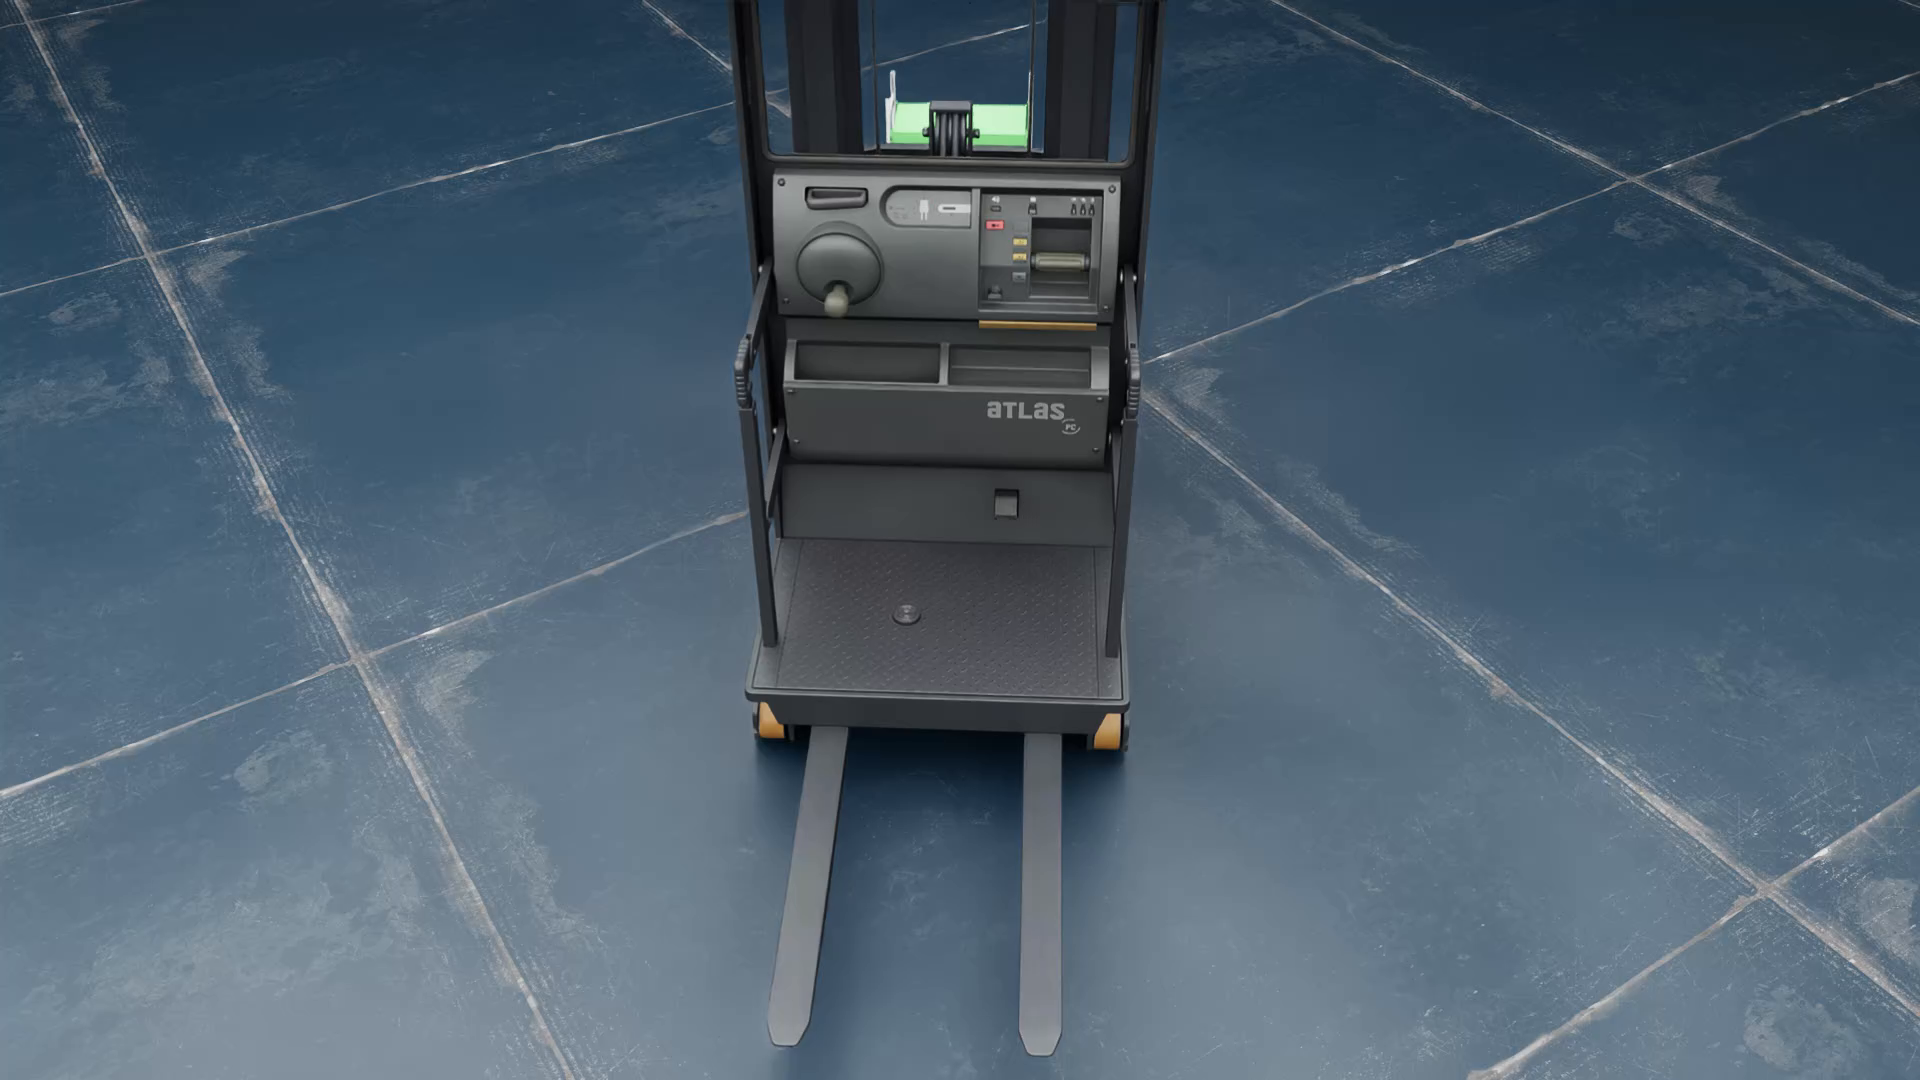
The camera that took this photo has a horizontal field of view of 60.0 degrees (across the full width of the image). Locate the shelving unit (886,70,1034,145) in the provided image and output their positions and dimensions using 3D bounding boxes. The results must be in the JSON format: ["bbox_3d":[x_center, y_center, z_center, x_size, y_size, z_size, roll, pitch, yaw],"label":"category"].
[{"bbox_3d":[0.003,-1.113,6.147,0.503,1.200,0.258,2,39,2],"label":"shelving unit"}]

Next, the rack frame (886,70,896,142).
[{"bbox_3d":[-0.241,-1.120,6.155,0.015,1.200,0.240,2,39,2],"label":"rack frame"}]

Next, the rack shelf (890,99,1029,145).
[{"bbox_3d":[0.003,-1.435,5.883,0.480,0.148,0.258,2,39,2],"label":"rack shelf"}]

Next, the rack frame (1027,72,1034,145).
[{"bbox_3d":[0.246,-1.106,6.138,0.015,1.200,0.240,2,39,2],"label":"rack frame"}]

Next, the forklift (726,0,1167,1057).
[{"bbox_3d":[-0.045,-0.711,4.314,1.130,2.935,3.031,2,40,2],"label":"forklift"}]
